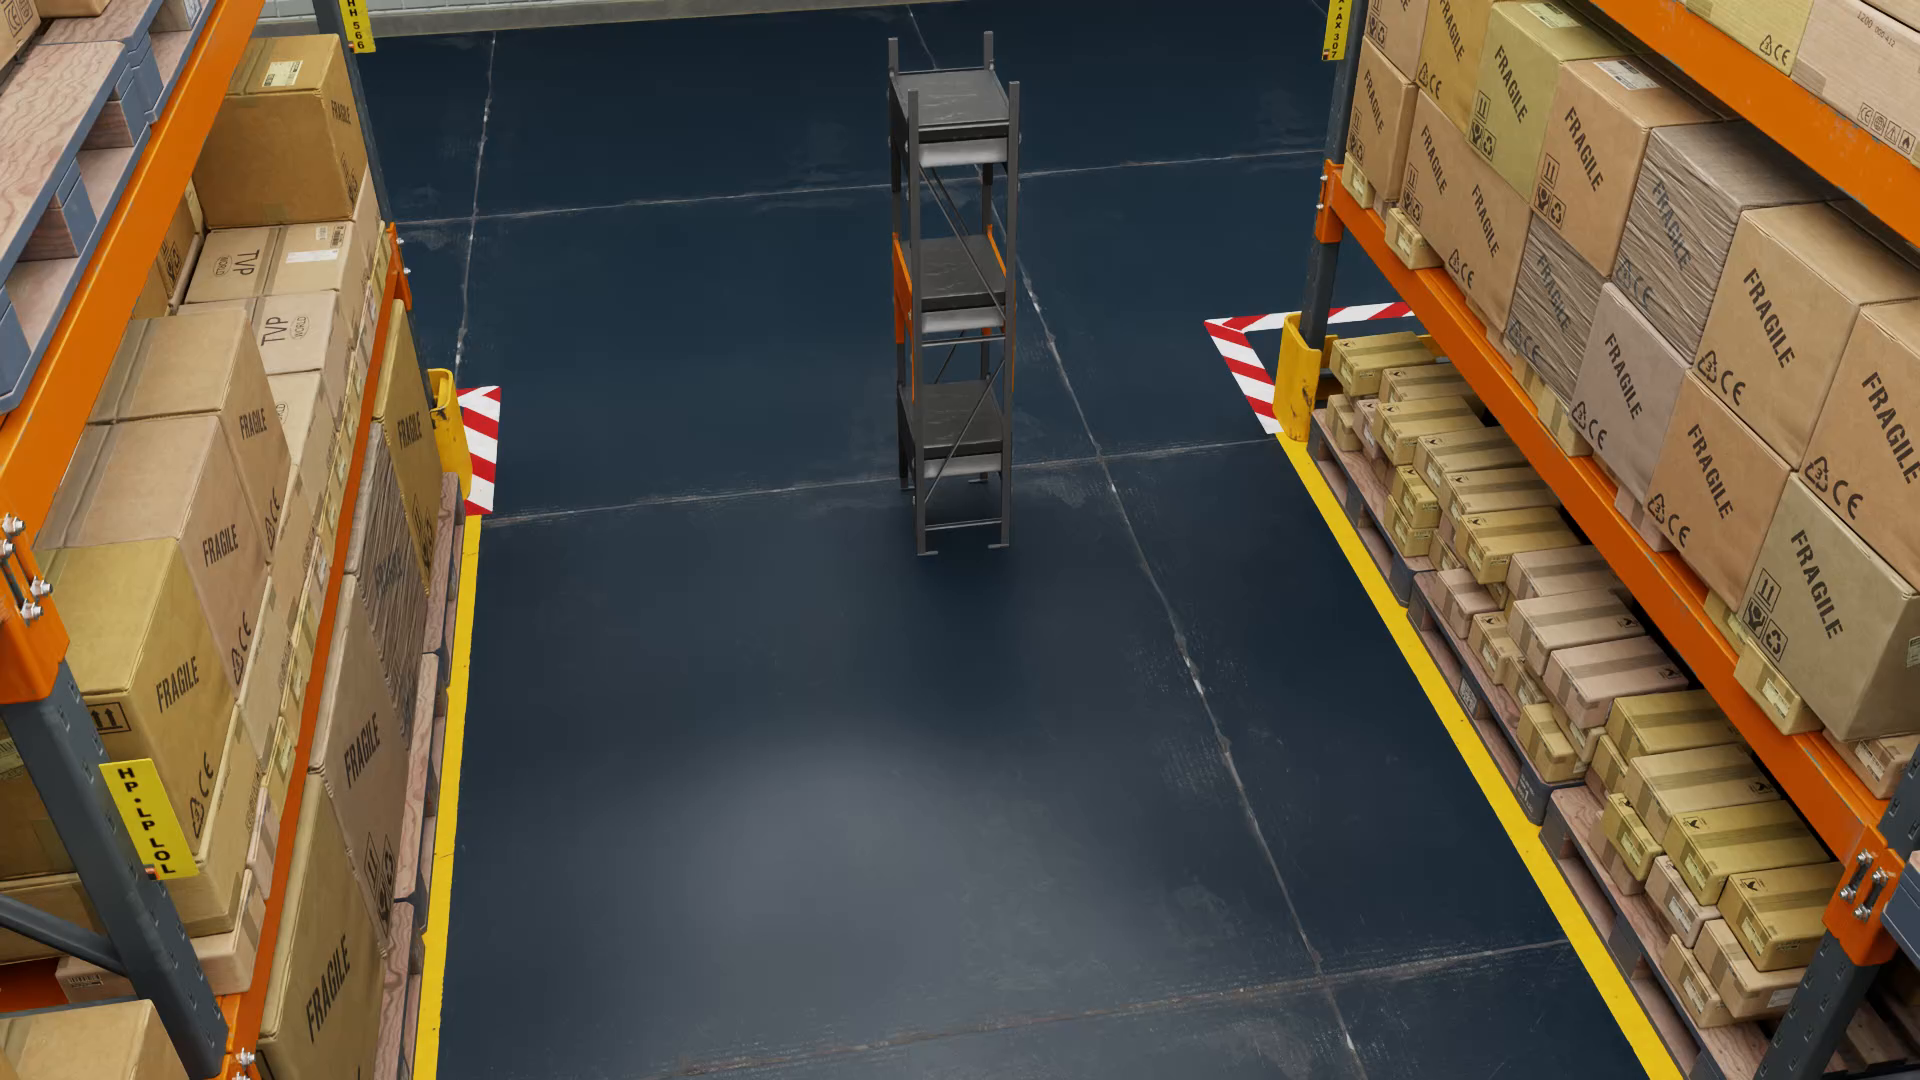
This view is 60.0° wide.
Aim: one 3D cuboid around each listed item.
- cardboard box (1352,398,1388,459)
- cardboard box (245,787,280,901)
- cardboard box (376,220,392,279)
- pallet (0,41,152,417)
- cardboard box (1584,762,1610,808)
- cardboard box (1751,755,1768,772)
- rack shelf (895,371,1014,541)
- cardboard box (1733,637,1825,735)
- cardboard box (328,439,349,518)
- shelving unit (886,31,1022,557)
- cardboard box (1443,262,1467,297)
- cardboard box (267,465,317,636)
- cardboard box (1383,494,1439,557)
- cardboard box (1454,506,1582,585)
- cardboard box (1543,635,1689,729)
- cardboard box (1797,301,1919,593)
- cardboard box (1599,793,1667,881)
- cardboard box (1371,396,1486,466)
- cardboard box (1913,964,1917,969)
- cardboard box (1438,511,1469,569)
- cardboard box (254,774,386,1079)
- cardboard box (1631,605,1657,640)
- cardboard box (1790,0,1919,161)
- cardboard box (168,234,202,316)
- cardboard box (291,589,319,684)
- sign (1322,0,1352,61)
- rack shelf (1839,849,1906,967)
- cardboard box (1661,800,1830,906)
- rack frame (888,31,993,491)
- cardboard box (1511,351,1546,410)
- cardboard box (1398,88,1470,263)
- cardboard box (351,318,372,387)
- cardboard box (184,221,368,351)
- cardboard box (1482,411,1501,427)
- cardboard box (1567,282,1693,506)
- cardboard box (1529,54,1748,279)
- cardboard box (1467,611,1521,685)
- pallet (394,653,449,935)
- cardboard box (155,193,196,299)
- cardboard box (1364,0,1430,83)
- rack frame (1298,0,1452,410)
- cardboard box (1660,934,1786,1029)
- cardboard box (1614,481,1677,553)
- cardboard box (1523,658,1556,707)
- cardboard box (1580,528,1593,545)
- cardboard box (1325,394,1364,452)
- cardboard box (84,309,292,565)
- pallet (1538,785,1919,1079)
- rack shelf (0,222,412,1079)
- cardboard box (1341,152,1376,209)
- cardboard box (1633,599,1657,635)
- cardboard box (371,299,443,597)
[{"bbox_3d":[1.927,-0.494,7.180,0.380,0.149,0.250,-6,38,-8],"label":"cardboard box"},{"bbox_3d":[-1.875,0.762,4.029,0.380,0.149,0.250,-7,38,-9],"label":"cardboard box"},{"bbox_3d":[-2.419,-1.101,6.427,0.380,0.149,0.250,-6,38,-7],"label":"cardboard box"},{"bbox_3d":[-2.238,-0.609,3.216,1.003,0.211,1.213,-6,38,-8],"label":"pallet"},{"bbox_3d":[2.392,0.833,5.715,0.380,0.149,0.250,-7,38,-9],"label":"cardboard box"},{"bbox_3d":[2.792,0.703,5.639,0.380,0.149,0.250,-8,39,-10],"label":"cardboard box"},{"bbox_3d":[-0.029,-0.366,7.172,0.431,0.518,0.480,-6,38,-8],"label":"rack shelf"},{"bbox_3d":[2.363,0.372,4.531,0.380,0.149,0.250,-7,38,-9],"label":"cardboard box"},{"bbox_3d":[-2.151,-0.178,5.238,0.380,0.149,0.250,-6,38,-7],"label":"cardboard box"},{"bbox_3d":[-0.029,-0.929,6.735,0.431,2.100,0.503,-6,38,-8],"label":"shelving unit"},{"bbox_3d":[2.089,-1.063,6.378,0.380,0.149,0.250,-5,38,-6],"label":"cardboard box"},{"bbox_3d":[-2.108,0.053,4.617,0.500,0.250,0.500,-5,38,-7],"label":"cardboard box"},{"bbox_3d":[1.985,-0.077,6.885,0.380,0.149,0.250,-6,38,-7],"label":"cardboard box"},{"bbox_3d":[2.103,0.019,6.278,0.380,0.149,0.250,-6,38,-7],"label":"cardboard box"},{"bbox_3d":[2.236,0.483,5.679,0.380,0.149,0.250,-8,39,-10],"label":"cardboard box"},{"bbox_3d":[2.448,-0.243,3.979,0.500,0.500,0.500,-8,38,-10],"label":"cardboard box"},{"bbox_3d":[2.304,0.928,5.349,0.380,0.149,0.250,-7,38,-10],"label":"cardboard box"},{"bbox_3d":[1.937,-0.455,6.887,0.380,0.149,0.250,-6,38,-8],"label":"cardboard box"},{"bbox_3d":[3.048,1.153,5.060,0.380,0.149,0.250,-5,38,-6],"label":"cardboard box"},{"bbox_3d":[2.135,-0.039,6.594,0.380,0.149,0.250,-8,39,-10],"label":"cardboard box"},{"bbox_3d":[-2.142,1.302,4.518,0.875,0.875,0.875,-6,38,-8],"label":"cardboard box"},{"bbox_3d":[2.660,0.340,6.349,0.380,0.149,0.250,-5,38,-7],"label":"cardboard box"},{"bbox_3d":[2.368,-1.132,3.939,0.500,0.250,0.500,-6,38,-8],"label":"cardboard box"},{"bbox_3d":[-2.890,-0.806,5.722,0.500,0.250,0.500,-7,38,-9],"label":"cardboard box"},{"bbox_3d":[-2.015,0.290,4.636,0.380,0.149,0.250,-7,38,-9],"label":"cardboard box"},{"bbox_3d":[1.561,-2.136,6.848,0.100,0.325,0.005,-6,38,-8],"label":"sign"},{"bbox_3d":[3.147,2.056,2.745,1.077,0.370,4.000,-6,38,-8],"label":"rack shelf"},{"bbox_3d":[2.394,0.952,5.076,0.380,0.149,0.250,-6,38,-7],"label":"cardboard box"},{"bbox_3d":[-0.072,-1.077,6.924,0.400,2.100,0.015,-6,38,-8],"label":"rack frame"},{"bbox_3d":[2.153,-0.585,5.763,0.380,0.149,0.250,-5,38,-6],"label":"cardboard box"},{"bbox_3d":[2.021,-1.388,6.267,0.500,0.500,0.500,-6,38,-8],"label":"cardboard box"},{"bbox_3d":[-2.286,-0.641,5.835,0.380,0.149,0.250,-6,38,-7],"label":"cardboard box"},{"bbox_3d":[-2.371,-0.867,5.801,0.500,0.250,0.500,-7,38,-9],"label":"cardboard box"},{"bbox_3d":[2.461,-0.558,7.262,0.380,0.149,0.250,-7,38,-9],"label":"cardboard box"},{"bbox_3d":[2.258,-0.469,5.085,0.500,0.500,0.500,-6,38,-8],"label":"cardboard box"},{"bbox_3d":[2.169,-1.176,5.180,0.500,0.500,0.500,-7,38,-9],"label":"cardboard box"},{"bbox_3d":[2.156,0.391,6.283,0.380,0.149,0.250,-6,38,-8],"label":"cardboard box"},{"bbox_3d":[-2.378,0.931,5.879,1.003,0.211,1.213,-6,38,-8],"label":"pallet"},{"bbox_3d":[-2.900,-1.113,5.507,0.500,0.500,0.500,-7,38,-9],"label":"cardboard box"},{"bbox_3d":[1.912,-2.104,6.375,0.500,0.500,0.500,-6,38,-8],"label":"cardboard box"},{"bbox_3d":[2.095,-1.852,7.189,1.000,3.000,0.127,-6,38,-8],"label":"rack frame"},{"bbox_3d":[2.392,1.323,5.083,0.380,0.149,0.250,-6,38,-7],"label":"cardboard box"},{"bbox_3d":[2.277,-0.115,5.158,0.380,0.149,0.250,-8,39,-10],"label":"cardboard box"},{"bbox_3d":[2.266,0.450,5.964,0.380,0.149,0.250,-8,39,-10],"label":"cardboard box"},{"bbox_3d":[2.617,-0.043,6.357,0.380,0.149,0.250,-7,38,-9],"label":"cardboard box"},{"bbox_3d":[1.872,-0.541,7.483,0.380,0.149,0.250,-5,38,-7],"label":"cardboard box"},{"bbox_3d":[-2.111,-0.247,4.392,0.500,0.500,0.500,-7,38,-9],"label":"cardboard box"},{"bbox_3d":[2.644,1.263,5.452,1.003,0.211,1.213,-6,38,-8],"label":"pallet"},{"bbox_3d":[-2.455,0.112,5.247,1.077,0.370,4.000,-6,38,-8],"label":"rack shelf"},{"bbox_3d":[1.829,-1.522,6.969,0.380,0.149,0.250,-7,38,-8],"label":"cardboard box"},{"bbox_3d":[2.767,0.224,6.256,0.380,0.149,0.250,-6,38,-7],"label":"cardboard box"},{"bbox_3d":[-2.615,-0.329,6.618,0.875,0.875,0.875,-6,38,-8],"label":"cardboard box"}]
